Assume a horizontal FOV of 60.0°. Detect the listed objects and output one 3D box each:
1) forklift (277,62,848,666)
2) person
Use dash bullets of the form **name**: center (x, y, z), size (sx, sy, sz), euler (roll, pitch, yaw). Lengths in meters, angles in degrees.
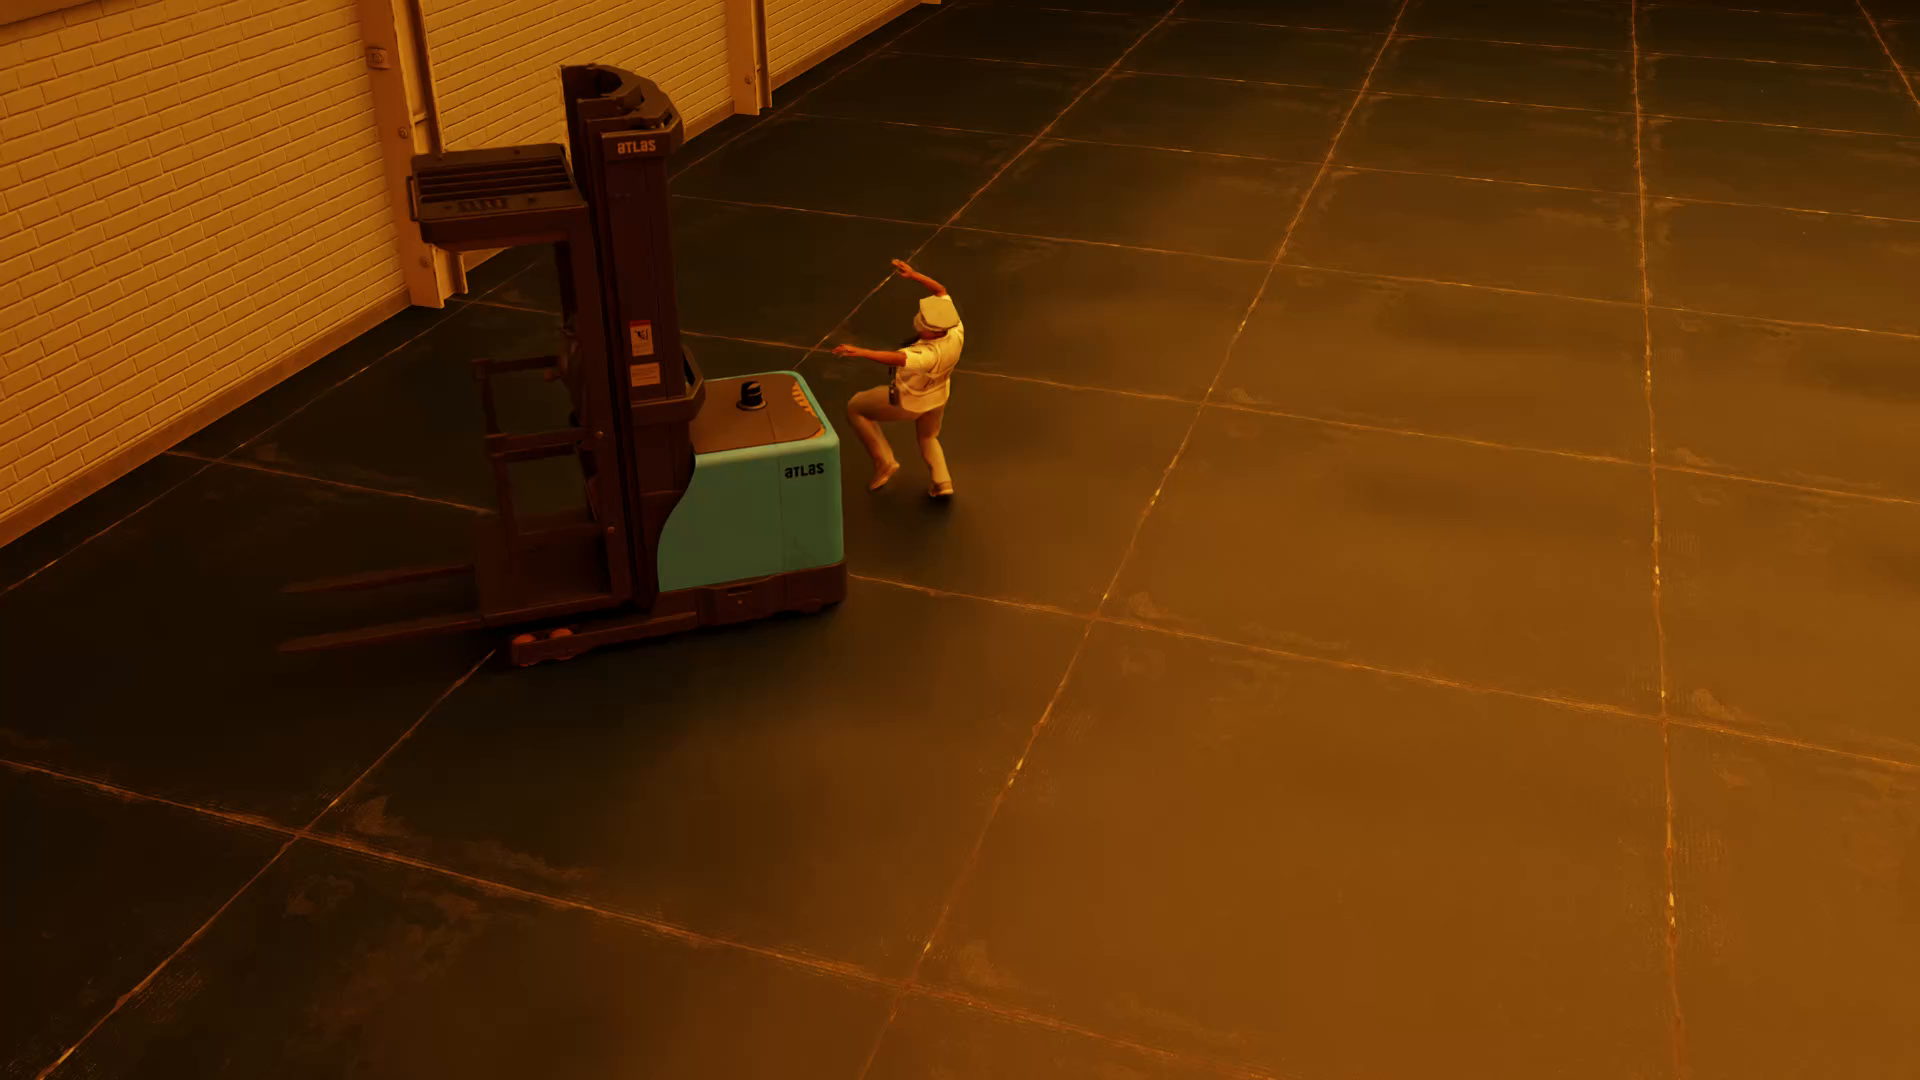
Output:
- **forklift**: center (-2.210, -0.890, 8.697), size (3.031, 2.935, 1.130), euler (-9, 31, -16)
- **person**: center (-0.471, -0.893, 10.138), size (1.017, 1.567, 0.823), euler (-23, 37, -34)
